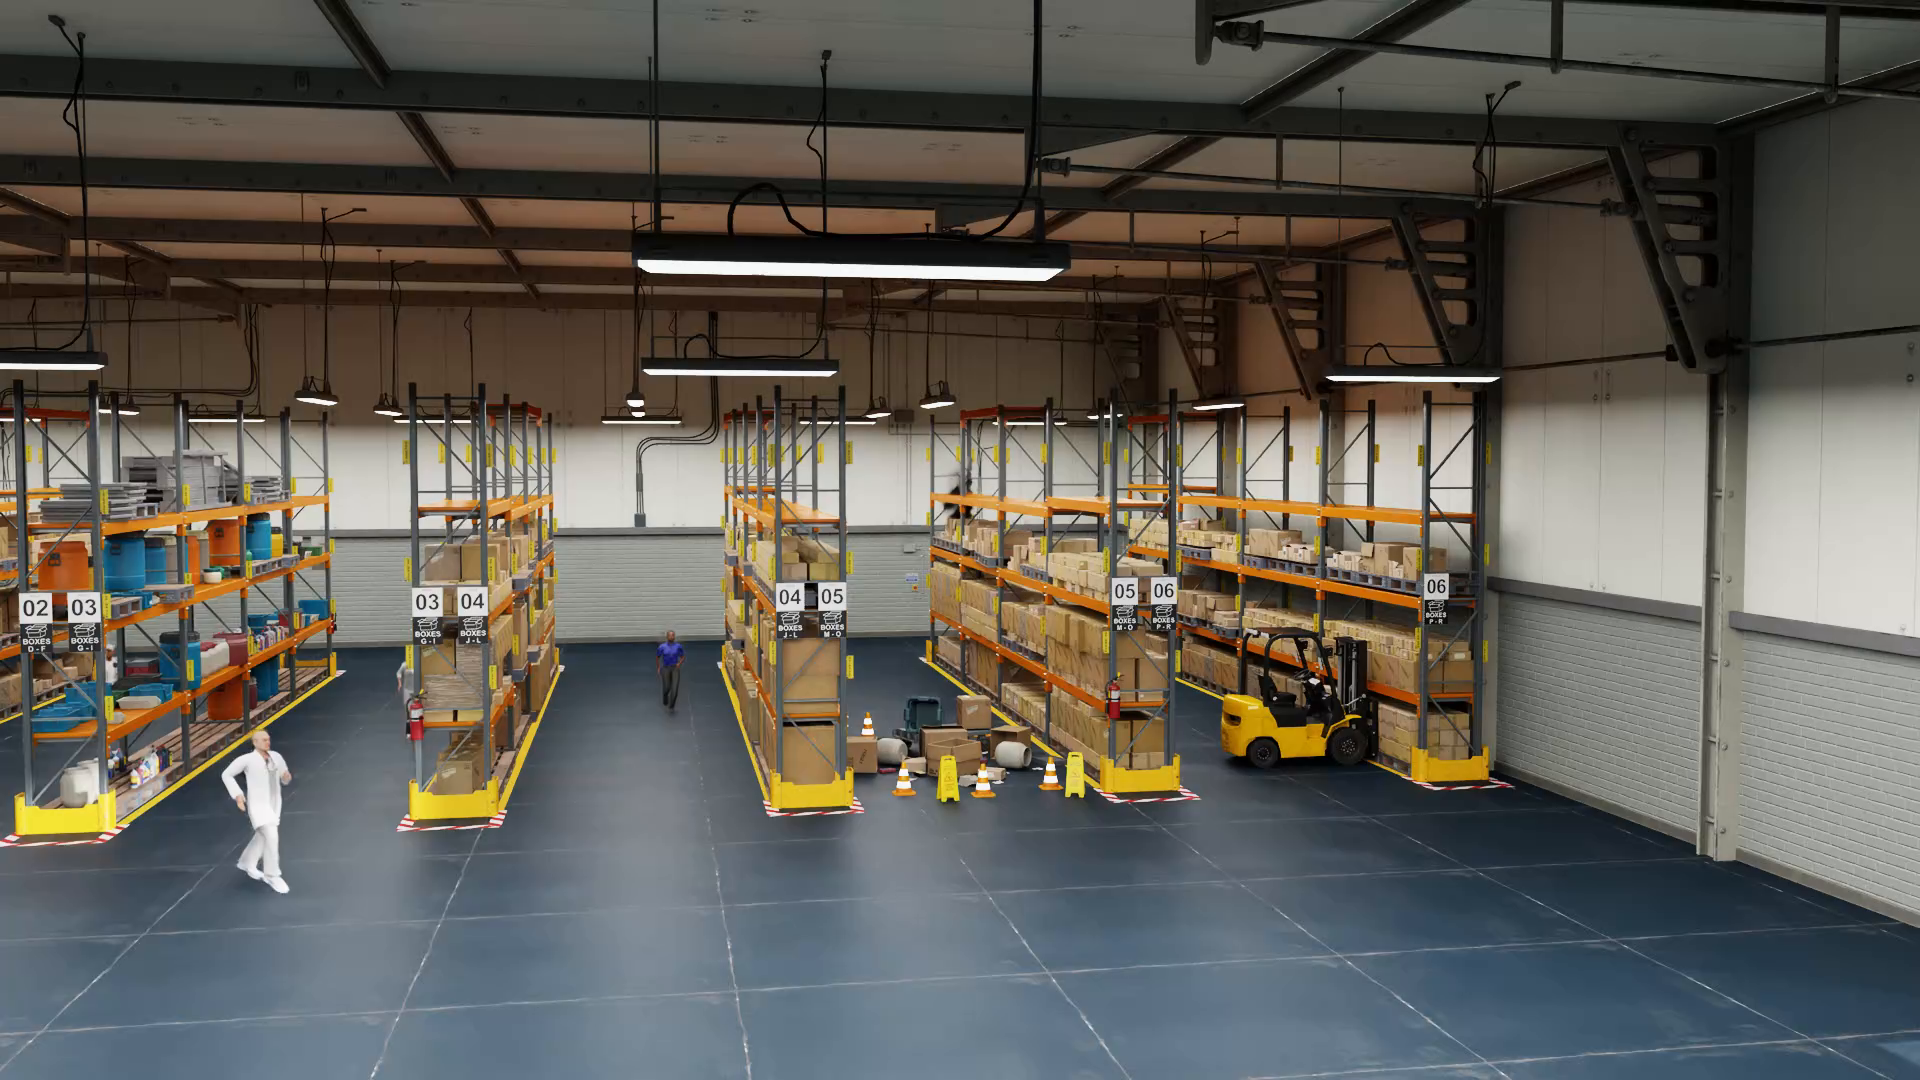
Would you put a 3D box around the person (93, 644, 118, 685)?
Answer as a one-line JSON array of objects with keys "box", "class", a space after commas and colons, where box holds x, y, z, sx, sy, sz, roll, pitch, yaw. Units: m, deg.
[{"box": [-15.266, 2.683, 29.901, 0.594, 1.609, 0.556, -1, 3, -12], "class": "person"}]

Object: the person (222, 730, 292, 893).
[{"box": [-8.099, 3.122, 19.300, 0.902, 1.833, 0.680, 1, 3, 21], "class": "person"}]

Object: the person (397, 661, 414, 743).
[{"box": [-9.624, 2.719, 29.240, 0.503, 1.644, 0.710, -1, 3, -21], "class": "person"}]

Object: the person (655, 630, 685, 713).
[{"box": [-5.633, 2.564, 32.374, 0.575, 1.611, 0.559, -1, 3, -15], "class": "person"}]
